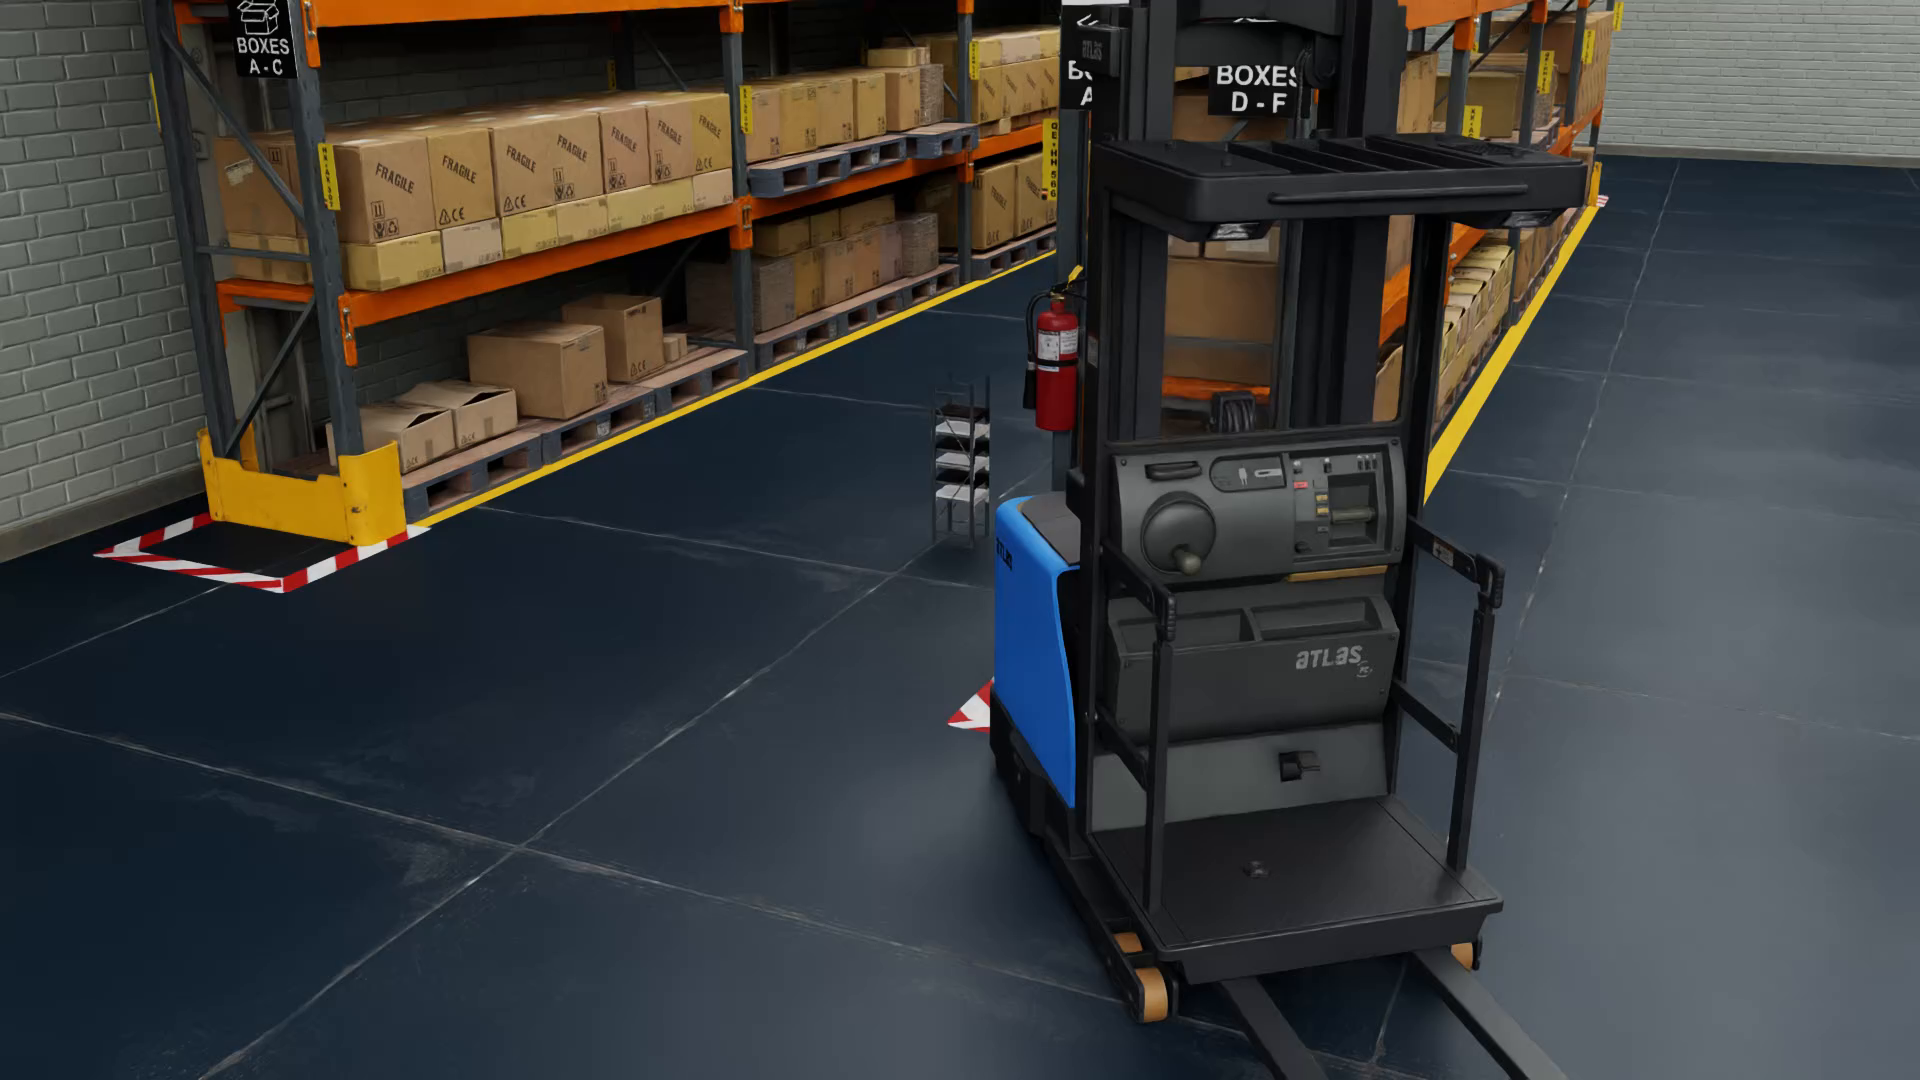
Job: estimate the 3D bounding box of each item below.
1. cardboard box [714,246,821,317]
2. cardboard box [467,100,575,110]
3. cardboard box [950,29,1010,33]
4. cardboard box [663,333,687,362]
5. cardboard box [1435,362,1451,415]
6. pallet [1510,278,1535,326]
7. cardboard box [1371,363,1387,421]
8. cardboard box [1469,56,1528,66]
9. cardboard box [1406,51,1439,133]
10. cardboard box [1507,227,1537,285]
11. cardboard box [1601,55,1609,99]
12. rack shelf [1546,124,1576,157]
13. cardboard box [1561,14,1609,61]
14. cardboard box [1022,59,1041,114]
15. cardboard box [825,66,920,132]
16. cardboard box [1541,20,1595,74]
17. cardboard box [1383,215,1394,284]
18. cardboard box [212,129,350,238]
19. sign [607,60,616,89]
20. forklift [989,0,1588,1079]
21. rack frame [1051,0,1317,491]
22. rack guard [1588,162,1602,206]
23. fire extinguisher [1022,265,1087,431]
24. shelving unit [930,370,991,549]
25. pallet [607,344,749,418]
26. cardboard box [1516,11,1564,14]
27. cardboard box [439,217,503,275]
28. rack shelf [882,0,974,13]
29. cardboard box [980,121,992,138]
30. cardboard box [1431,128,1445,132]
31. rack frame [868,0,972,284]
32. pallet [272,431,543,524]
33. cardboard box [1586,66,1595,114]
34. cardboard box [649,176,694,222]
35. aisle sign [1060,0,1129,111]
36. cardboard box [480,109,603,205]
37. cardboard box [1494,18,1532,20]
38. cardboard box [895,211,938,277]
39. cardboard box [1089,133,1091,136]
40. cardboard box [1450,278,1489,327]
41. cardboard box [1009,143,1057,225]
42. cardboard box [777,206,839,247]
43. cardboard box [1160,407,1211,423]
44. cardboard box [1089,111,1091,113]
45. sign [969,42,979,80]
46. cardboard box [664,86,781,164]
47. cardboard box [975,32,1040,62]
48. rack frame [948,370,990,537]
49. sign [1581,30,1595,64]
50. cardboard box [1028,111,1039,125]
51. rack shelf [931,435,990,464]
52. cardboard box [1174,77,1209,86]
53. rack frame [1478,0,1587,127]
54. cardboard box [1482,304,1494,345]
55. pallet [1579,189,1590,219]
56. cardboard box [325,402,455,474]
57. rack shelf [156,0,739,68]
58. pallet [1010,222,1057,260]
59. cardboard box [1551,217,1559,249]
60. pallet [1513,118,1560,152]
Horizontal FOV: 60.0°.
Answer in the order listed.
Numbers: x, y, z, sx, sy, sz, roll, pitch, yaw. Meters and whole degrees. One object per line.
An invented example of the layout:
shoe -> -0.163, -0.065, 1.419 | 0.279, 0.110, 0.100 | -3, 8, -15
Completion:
cardboard box -> -1.560, -2.126, 13.545 | 0.700, 0.500, 0.500 | 8, 21, 22
cardboard box -> -2.819, -2.572, 10.800 | 0.500, 0.500, 0.500 | 9, 22, 24
cardboard box -> 0.212, -5.122, 17.151 | 0.500, 0.250, 0.500 | 8, 21, 21
cardboard box -> -2.203, -1.409, 12.027 | 0.380, 0.166, 0.250 | 6, 20, 16
cardboard box -> 2.901, -1.018, 10.831 | 0.500, 0.250, 0.500 | 8, 21, 21
pallet -> 4.488, -2.158, 14.722 | 1.003, 0.211, 1.213 | 9, 21, 23
cardboard box -> 1.911, -0.651, 8.679 | 0.500, 0.500, 0.500 | 9, 21, 23
cardboard box -> 5.163, -4.384, 16.042 | 0.700, 0.500, 0.500 | 12, 23, 31
cardboard box -> 2.333, -2.548, 9.571 | 0.700, 0.500, 0.500 | 9, 21, 23
cardboard box -> 4.804, -2.539, 14.706 | 0.500, 0.500, 0.500 | 8, 21, 21
cardboard box -> 7.488, -5.567, 19.997 | 0.500, 0.500, 0.500 | 9, 22, 24
rack shelf -> 4.966, -3.521, 15.467 | 1.077, 0.370, 4.000 | 9, 21, 23
cardboard box -> 7.078, -5.725, 18.949 | 0.500, 0.500, 0.500 | 9, 22, 24
cardboard box -> 0.486, -4.548, 16.657 | 0.500, 0.500, 0.500 | 8, 21, 22
cardboard box -> -0.761, -3.862, 14.546 | 0.700, 0.500, 0.500 | 6, 21, 18
cardboard box -> 6.235, -5.095, 17.178 | 0.500, 0.500, 0.500 | 9, 22, 24
cardboard box -> 1.914, -1.622, 8.903 | 0.700, 0.500, 0.500 | 9, 21, 24
cardboard box -> -3.650, -1.947, 9.042 | 0.500, 0.500, 0.500 | 8, 21, 22
sign -> -2.519, -3.325, 12.114 | 0.100, 0.325, 0.005 | 9, 21, 23
forklift -> 0.972, -0.089, 4.845 | 1.130, 2.935, 3.031 | -5, 20, -13
rack frame -> 0.871, -0.803, 6.751 | 1.000, 3.000, 0.127 | 9, 21, 23
rack guard -> 7.392, -4.493, 20.858 | 1.175, 0.500, 0.348 | 9, 21, 23
fire extinguisher -> 0.399, -0.794, 6.841 | 0.296, 0.674, 0.183 | 9, 21, 23
shelving unit -> 0.003, -0.426, 8.825 | 0.258, 0.900, 0.210 | 9, 21, 23
pallet -> -2.254, -1.181, 11.973 | 1.003, 0.211, 1.213 | 9, 21, 23
cardboard box -> 6.794, -5.952, 19.588 | 0.500, 0.500, 0.500 | 9, 21, 23
cardboard box -> -2.960, -1.687, 9.429 | 0.500, 0.250, 0.500 | 8, 21, 21
rack shelf -> 0.445, -5.613, 16.873 | 1.077, 0.370, 4.000 | 9, 21, 23
cardboard box -> 0.084, -3.963, 15.981 | 0.380, 0.149, 0.250 | 9, 21, 23
cardboard box -> 3.259, -2.620, 11.710 | 0.500, 0.500, 0.500 | 9, 21, 23
rack frame -> -0.374, -3.927, 15.535 | 1.000, 3.000, 0.127 | 9, 21, 23
pallet -> -3.253, -0.435, 9.876 | 1.003, 0.211, 1.213 | 9, 21, 23
cardboard box -> 6.656, -4.947, 18.252 | 0.500, 0.500, 0.500 | 8, 21, 22
cardboard box -> -2.141, -2.306, 11.170 | 0.500, 0.250, 0.500 | 9, 21, 23
aisle sign -> 0.576, -2.048, 6.372 | 0.394, 0.787, 0.004 | 9, 21, 23
cardboard box -> -2.550, -2.345, 10.160 | 0.500, 0.500, 0.500 | 9, 22, 24
cardboard box -> 5.963, -5.337, 17.857 | 0.500, 0.500, 0.500 | 8, 21, 22
cardboard box -> -0.621, -2.730, 15.242 | 0.700, 0.500, 0.500 | 9, 21, 23
cardboard box -> 1.745, -4.915, 20.449 | 0.380, 0.149, 0.250 | 8, 21, 21
cardboard box -> 3.534, -1.755, 12.067 | 0.500, 0.311, 0.500 | 9, 22, 24
cardboard box -> 0.756, -3.846, 17.890 | 0.750, 0.750, 0.750 | 9, 22, 24
cardboard box -> -1.338, -2.609, 13.784 | 0.500, 0.250, 0.500 | 8, 21, 21
cardboard box -> 1.216, -0.571, 8.457 | 0.500, 0.500, 0.500 | 9, 21, 23
cardboard box -> 1.302, -4.819, 18.387 | 0.380, 0.149, 0.250 | 9, 21, 24
sign -> 0.125, -4.364, 15.153 | 0.100, 0.325, 0.005 | 9, 21, 23
cardboard box -> -1.772, -3.110, 12.431 | 0.700, 0.500, 0.500 | 9, 21, 23
cardboard box -> 0.468, -4.899, 16.524 | 0.500, 0.250, 0.500 | 9, 21, 23
rack frame -> 0.045, -0.458, 8.912 | 0.240, 0.900, 0.006 | 9, 21, 23
sign -> 6.293, -4.942, 16.661 | 0.100, 0.325, 0.005 | 9, 21, 23
cardboard box -> 0.591, -4.358, 17.091 | 0.380, 0.149, 0.250 | 9, 21, 23
rack shelf -> 0.003, -0.480, 8.806 | 0.258, 0.077, 0.200 | 9, 21, 23
cardboard box -> 1.306, -1.780, 7.413 | 0.700, 0.500, 0.500 | 8, 21, 21
rack frame -> 5.785, -4.472, 17.066 | 1.000, 3.000, 0.127 | 9, 21, 23
cardboard box -> 3.738, -1.645, 12.596 | 0.500, 0.250, 0.500 | 9, 22, 24
pallet -> 7.067, -4.113, 20.220 | 1.003, 0.211, 1.213 | 9, 21, 23
cardboard box -> -3.284, -0.621, 9.596 | 0.500, 0.311, 0.500 | 6, 20, 17
rack shelf -> -2.831, -3.168, 9.996 | 1.077, 0.370, 4.000 | 9, 21, 23
pallet -> 0.519, -3.216, 17.696 | 1.003, 0.211, 1.213 | 9, 21, 23
cardboard box -> 5.635, -3.161, 16.454 | 0.500, 0.500, 0.500 | 9, 21, 23
pallet -> 4.939, -3.754, 15.333 | 1.003, 0.211, 1.213 | 9, 21, 23
